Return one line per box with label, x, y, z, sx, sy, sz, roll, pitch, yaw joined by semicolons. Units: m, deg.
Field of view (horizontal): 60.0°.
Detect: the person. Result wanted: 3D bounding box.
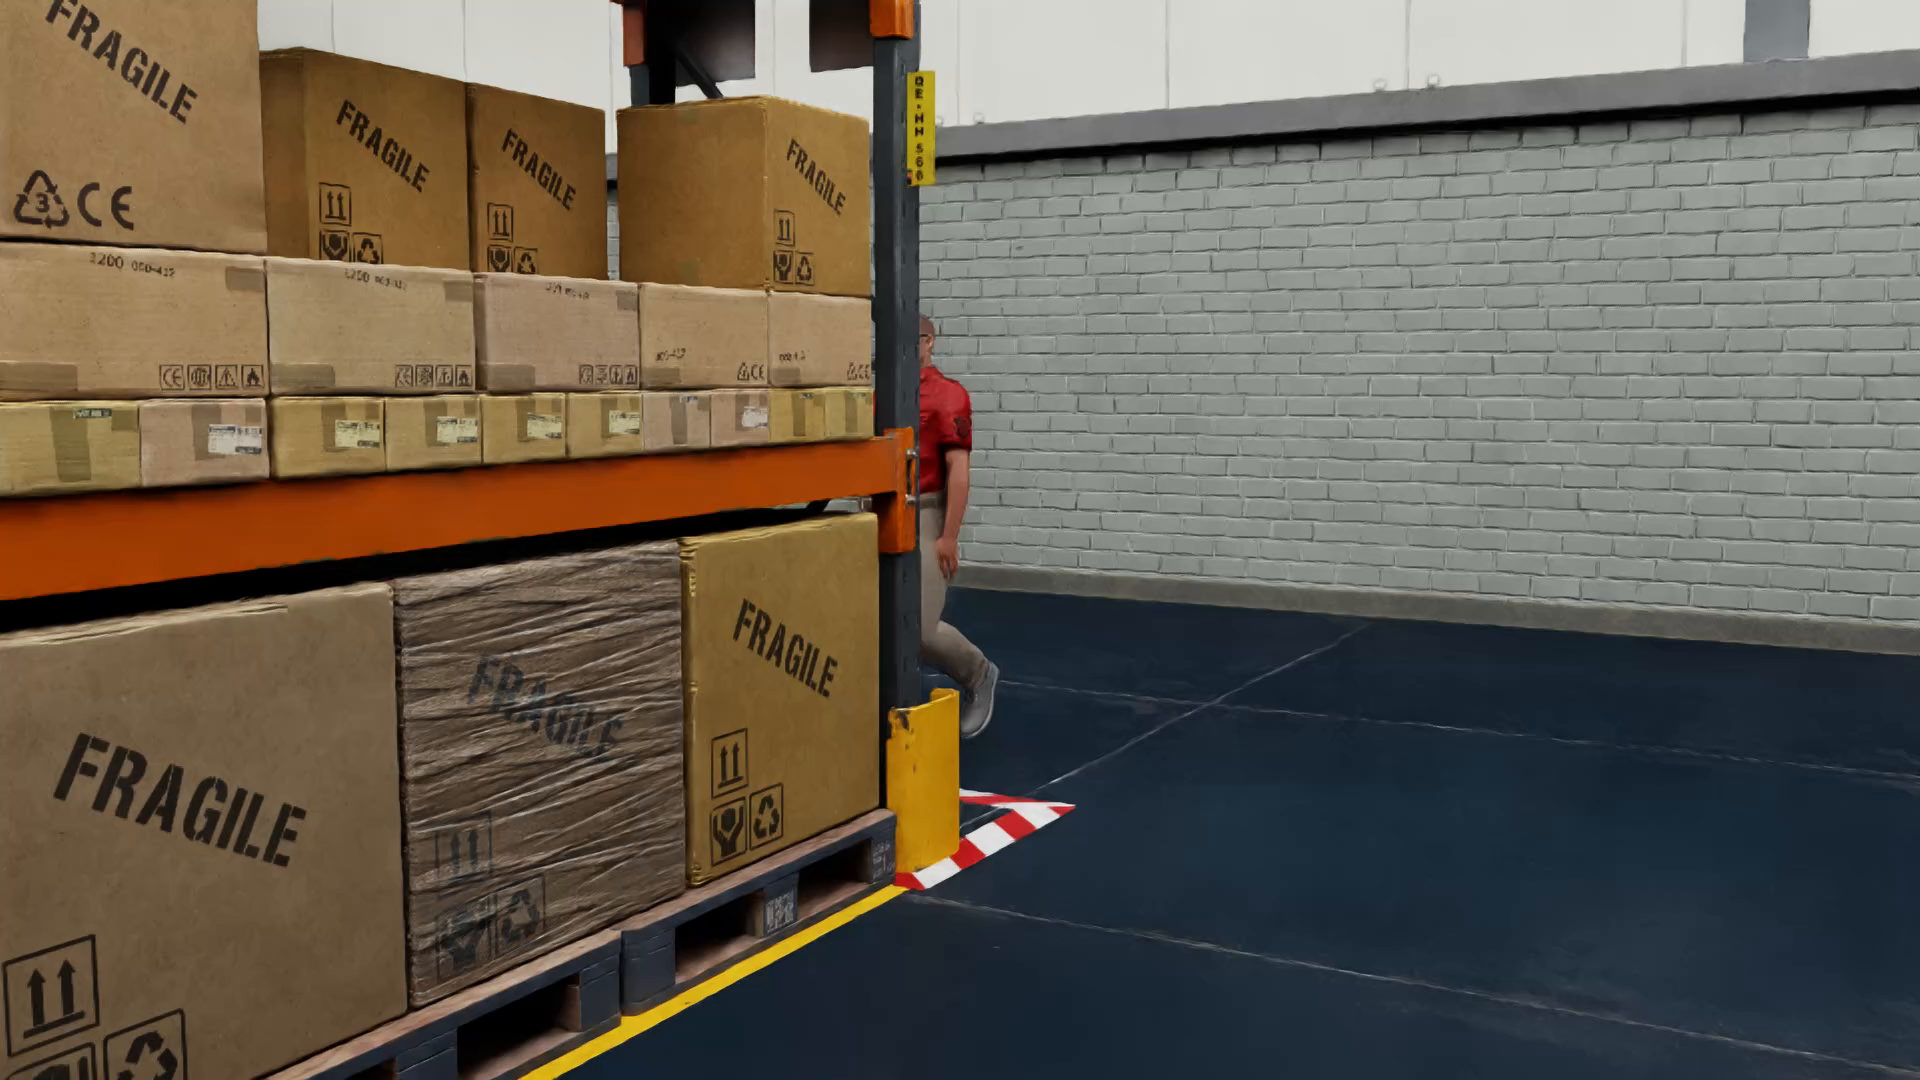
person;-0.199;-0.027;6.454;0.552;1.711;0.687;6;8;43
